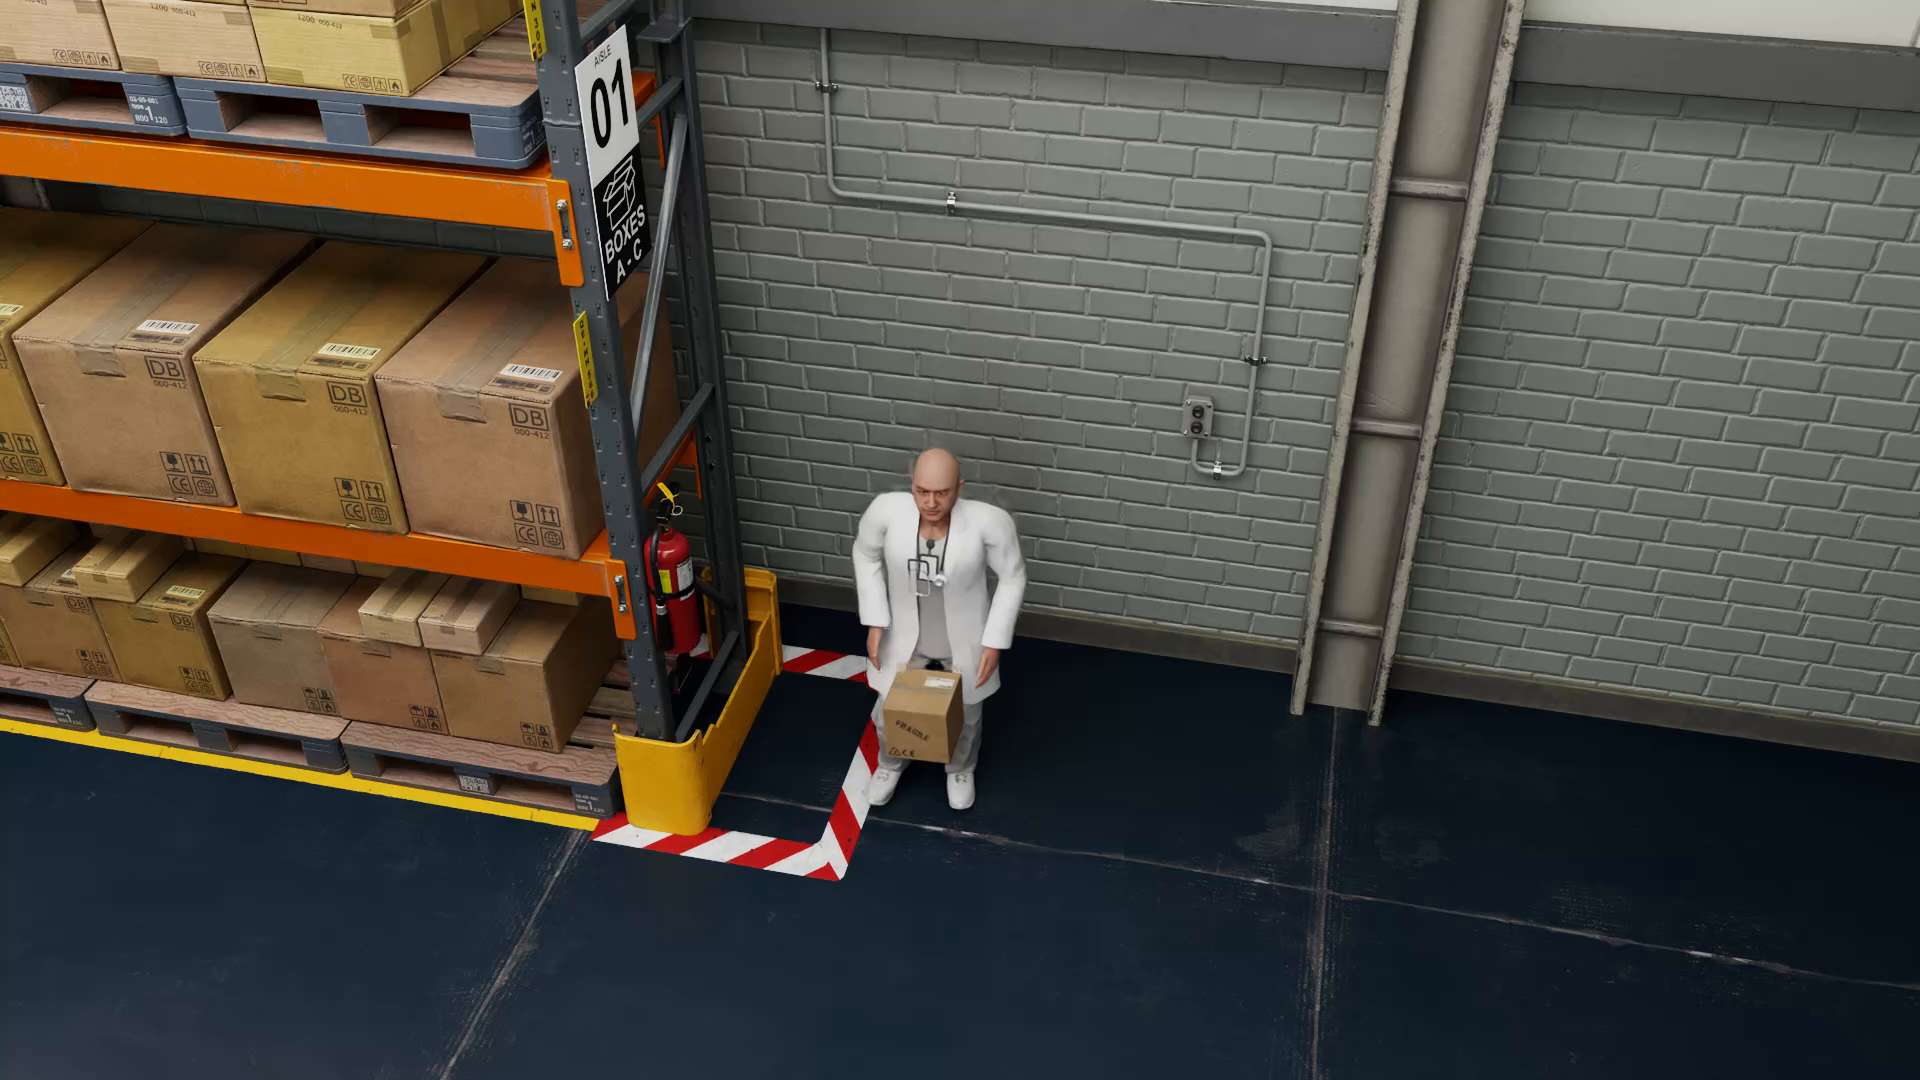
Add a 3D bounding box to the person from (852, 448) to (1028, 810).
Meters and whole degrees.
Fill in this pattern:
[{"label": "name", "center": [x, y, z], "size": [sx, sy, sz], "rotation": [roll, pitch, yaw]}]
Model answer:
[{"label": "person", "center": [-0.086, 0.360, 6.507], "size": [0.687, 1.747, 0.502], "rotation": [6, 36, 8]}]
